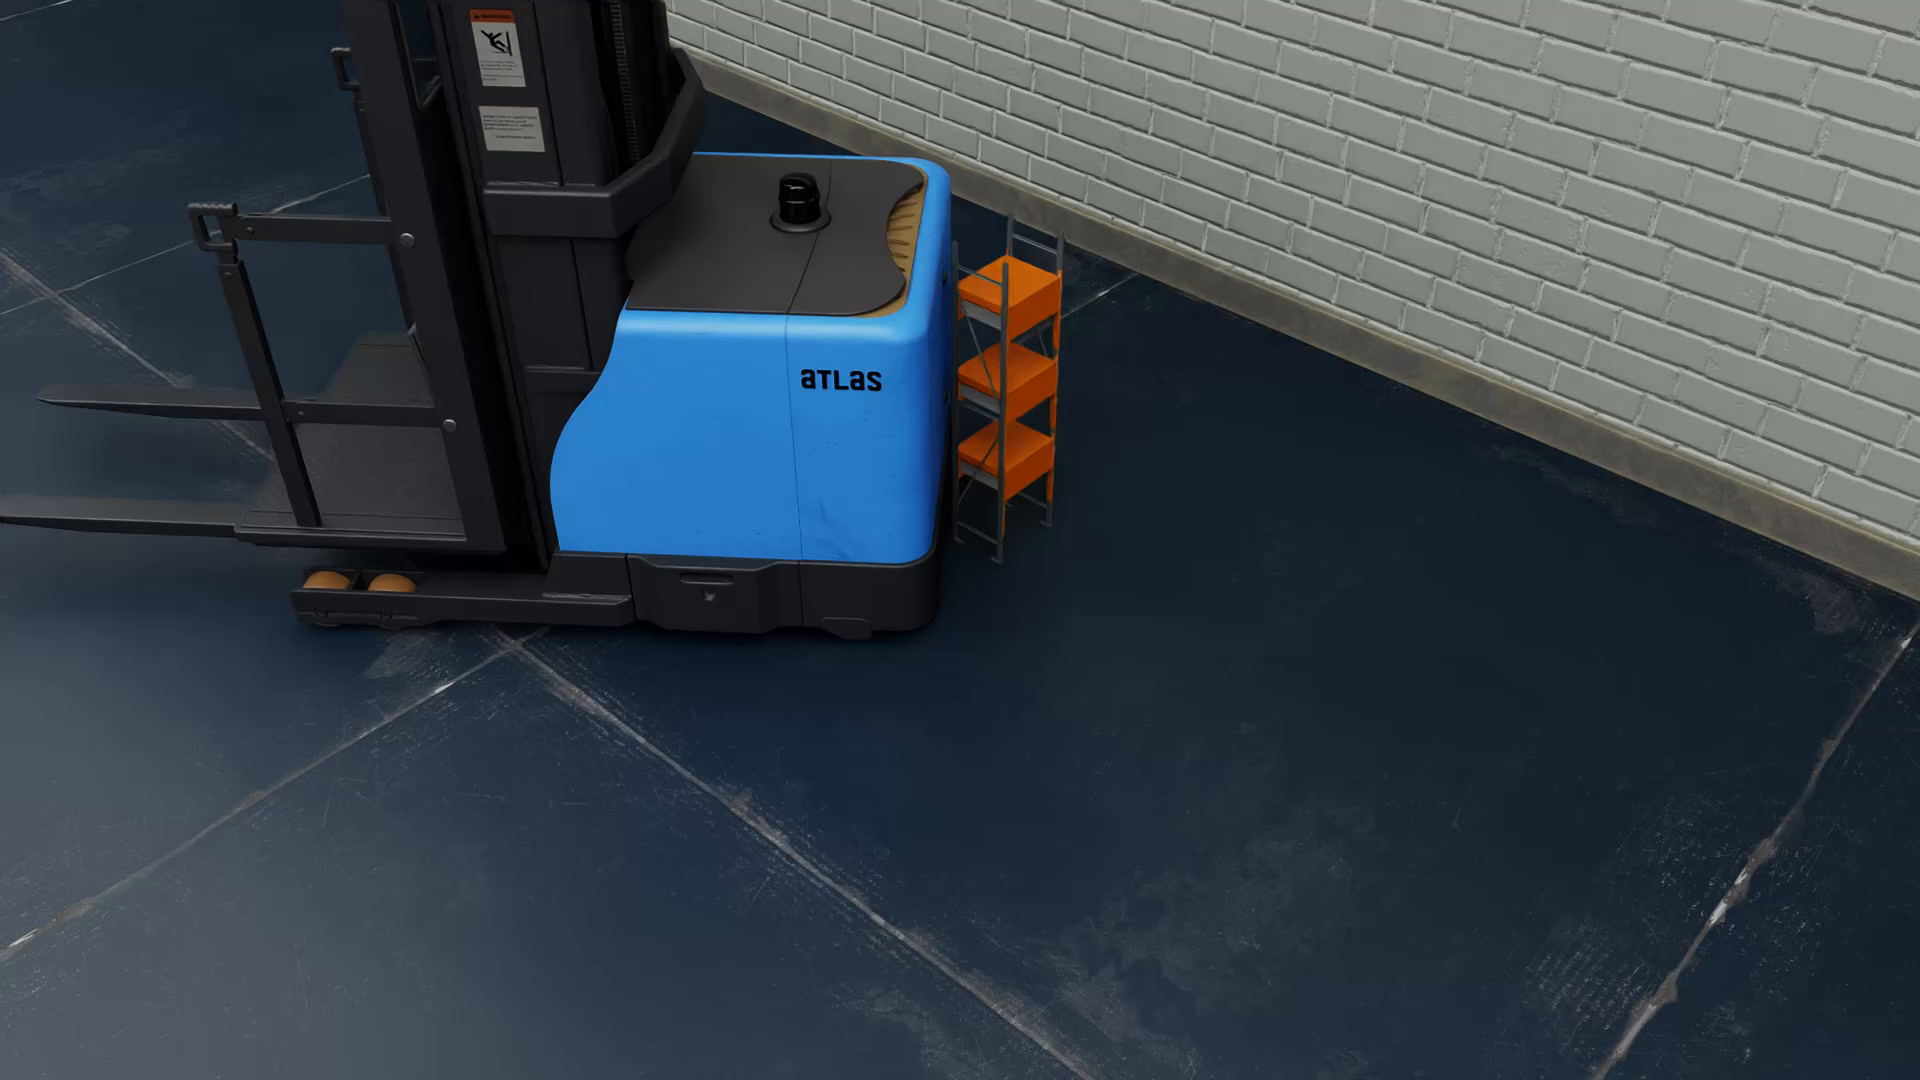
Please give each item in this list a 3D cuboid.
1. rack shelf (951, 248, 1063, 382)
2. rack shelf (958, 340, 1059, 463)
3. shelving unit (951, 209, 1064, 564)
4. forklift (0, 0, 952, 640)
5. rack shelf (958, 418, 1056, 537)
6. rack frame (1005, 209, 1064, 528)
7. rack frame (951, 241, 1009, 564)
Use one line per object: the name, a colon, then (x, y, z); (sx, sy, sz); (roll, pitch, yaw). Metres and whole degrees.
rack shelf: (0.134, -0.648, 4.783); (0.215, 0.259, 0.240); (28, 46, 31)
rack shelf: (0.134, -0.426, 4.959); (0.215, 0.259, 0.240); (28, 46, 31)
shelving unit: (0.134, -0.434, 4.953); (0.215, 1.050, 0.252); (28, 46, 31)
forklift: (-1.553, -1.209, 4.415); (3.031, 2.935, 1.130); (2, 39, 3)
rack shelf: (0.134, -0.208, 5.132); (0.215, 0.259, 0.240); (28, 46, 31)
rack frame: (0.214, -0.492, 5.025); (0.200, 1.050, 0.008); (28, 46, 31)
rack frame: (0.054, -0.377, 4.880); (0.200, 1.050, 0.008); (28, 46, 31)
